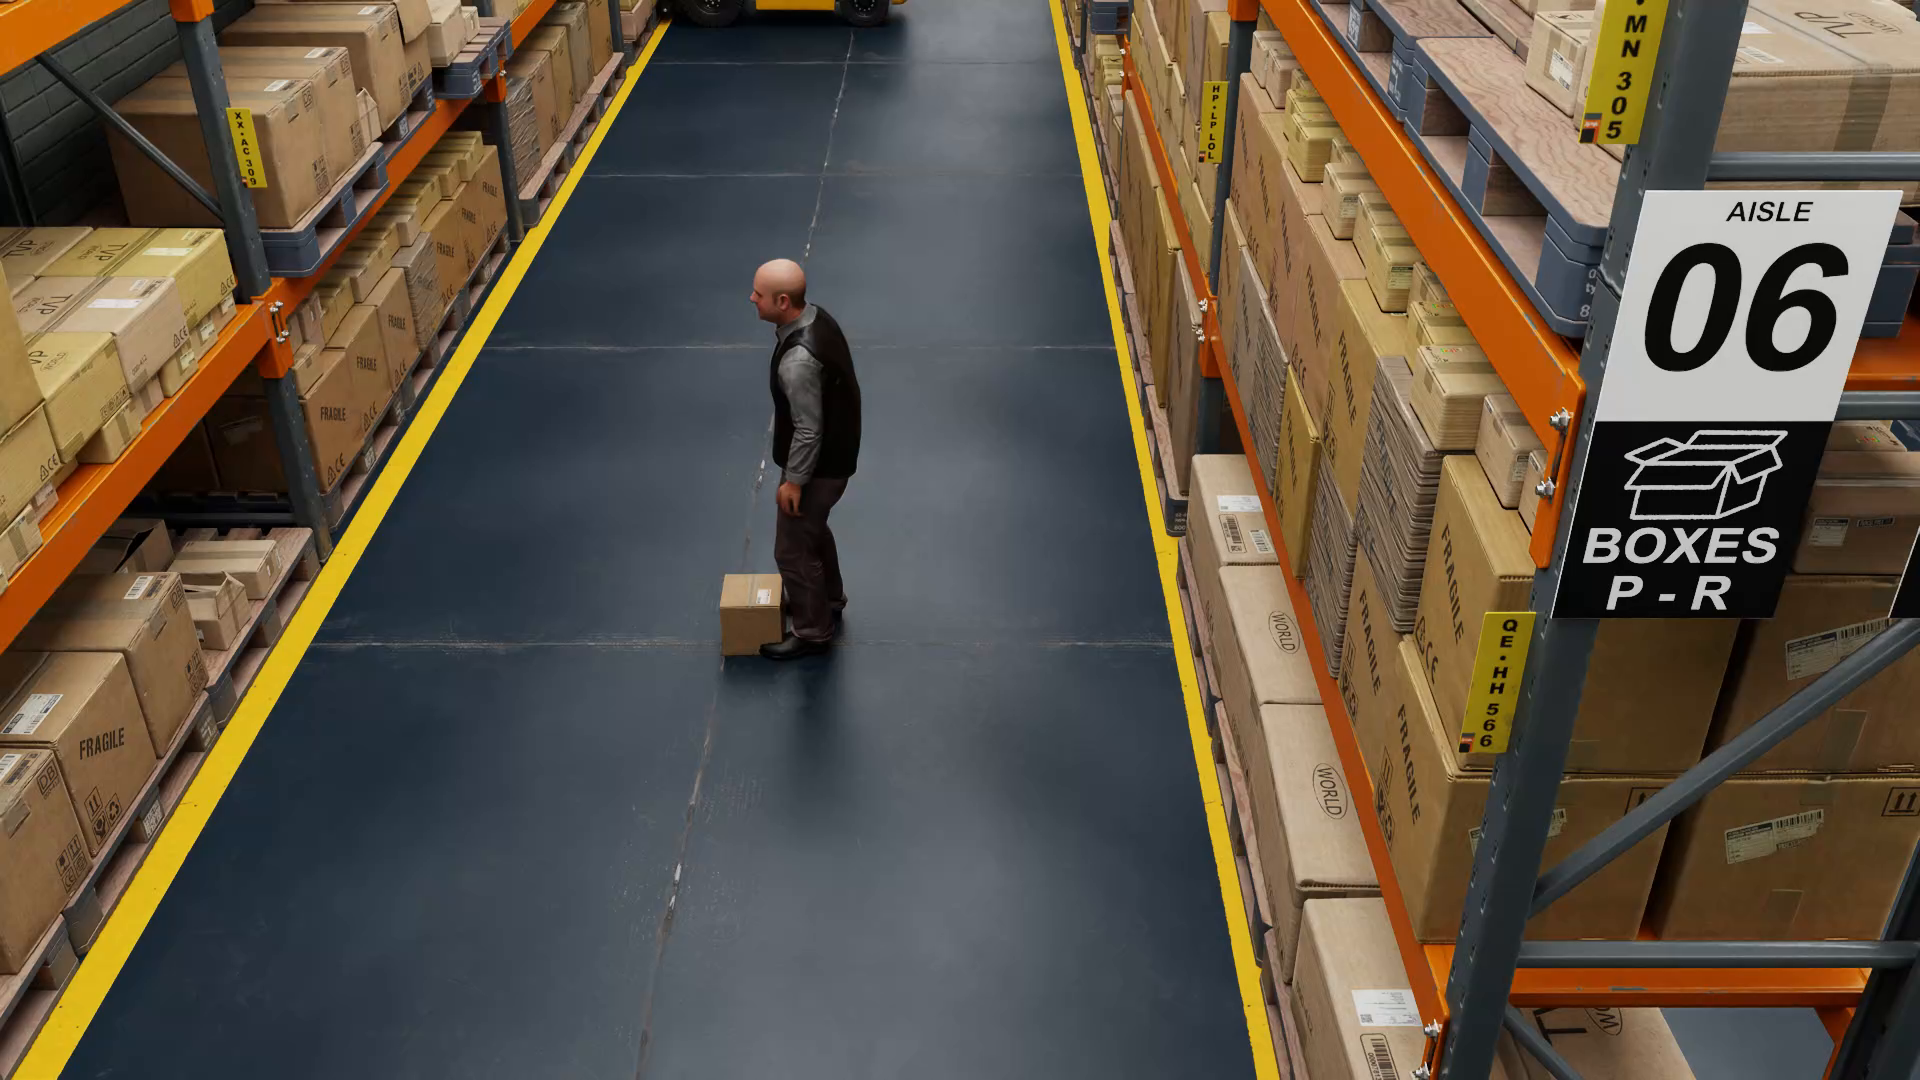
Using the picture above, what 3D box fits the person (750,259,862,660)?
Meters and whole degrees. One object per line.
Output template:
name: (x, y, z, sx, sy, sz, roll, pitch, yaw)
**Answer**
person: (-0.618, -0.319, 6.681, 0.460, 1.722, 0.580, 0, 31, 0)
